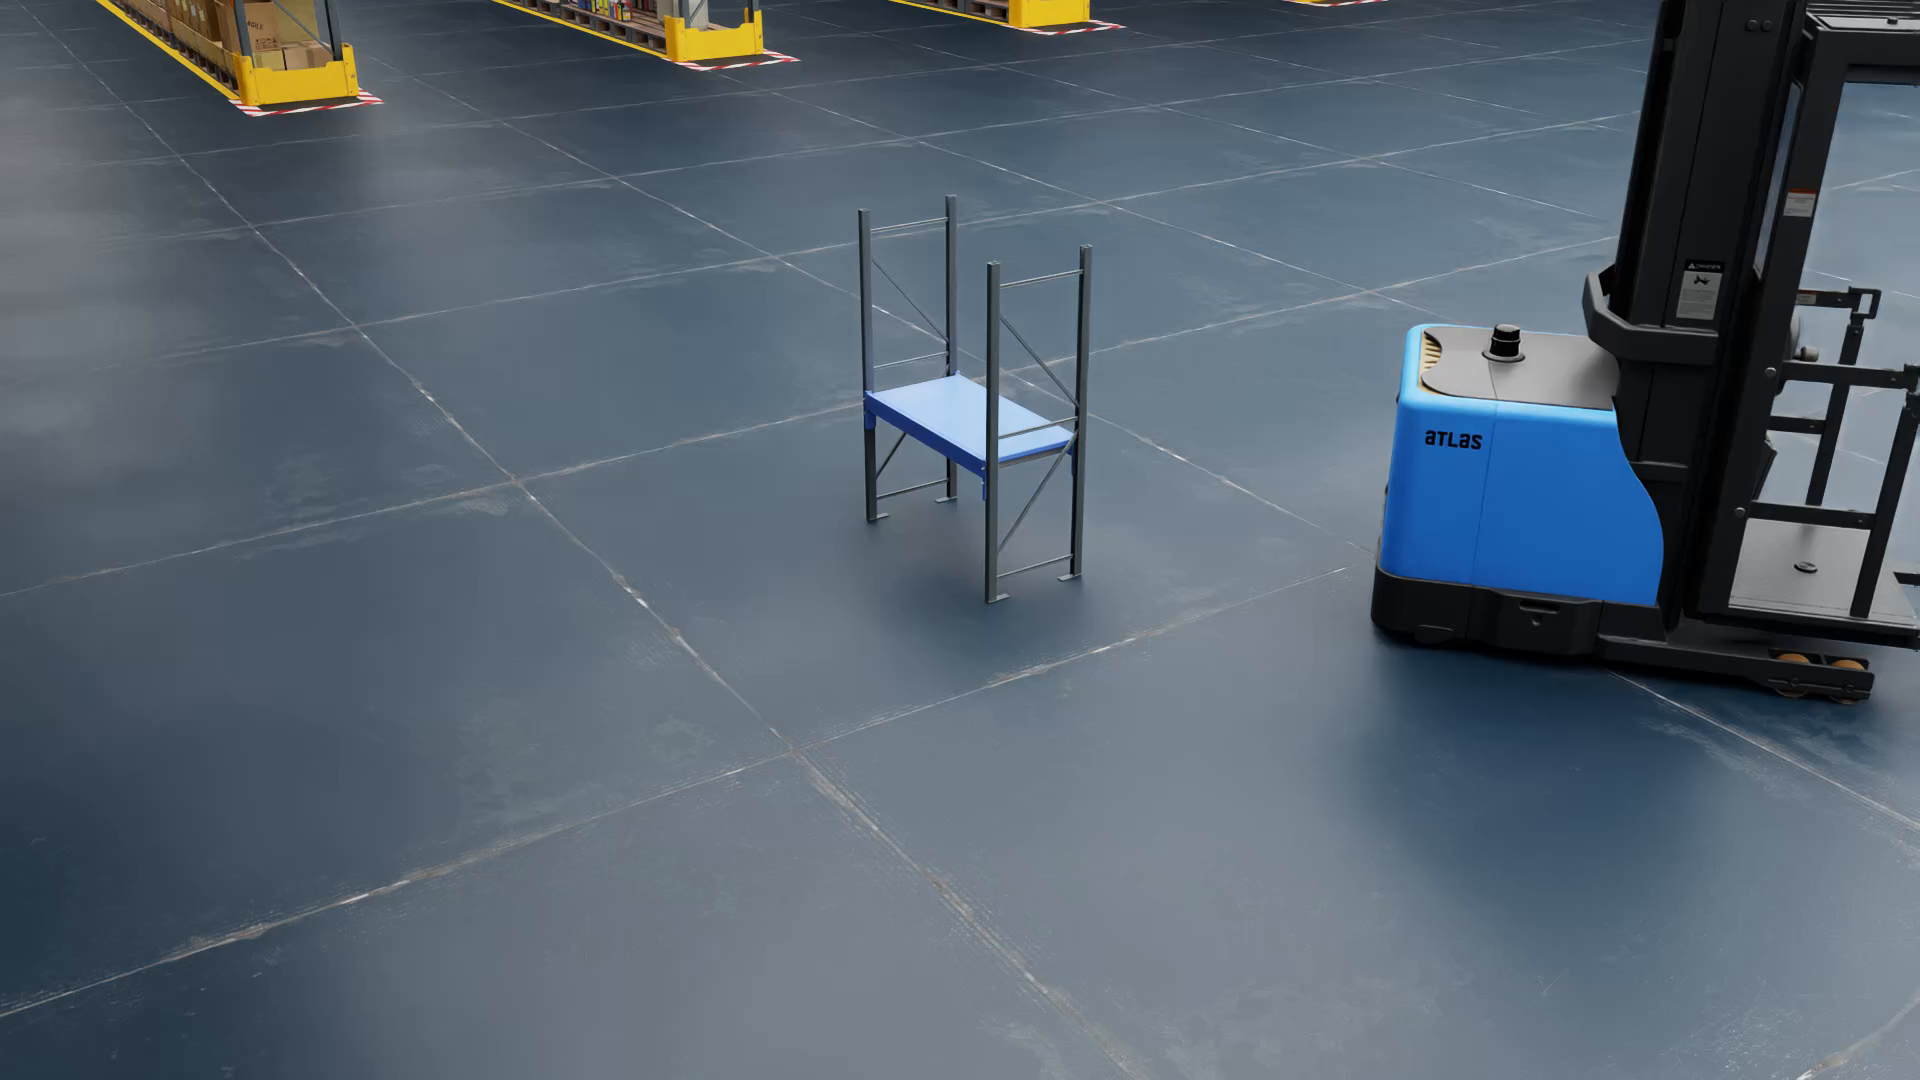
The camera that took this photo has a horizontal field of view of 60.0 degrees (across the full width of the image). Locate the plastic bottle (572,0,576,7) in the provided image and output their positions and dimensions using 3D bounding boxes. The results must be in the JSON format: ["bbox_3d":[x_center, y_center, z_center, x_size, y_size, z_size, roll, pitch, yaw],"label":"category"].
[{"bbox_3d":[-5.212,-7.343,22.554,0.097,0.201,0.097,0,25,0],"label":"plastic bottle"}]

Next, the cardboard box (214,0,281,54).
[{"bbox_3d":[-7.585,-5.486,17.708,0.500,0.500,0.500,-16,29,-30],"label":"cardboard box"}]

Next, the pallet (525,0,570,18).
[{"bbox_3d":[-5.535,-7.673,23.756,1.003,0.211,1.213,-16,29,-30],"label":"pallet"}]

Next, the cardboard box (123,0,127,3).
[{"bbox_3d":[-11.370,-7.630,23.129,0.500,0.250,0.500,-16,29,-30],"label":"cardboard box"}]

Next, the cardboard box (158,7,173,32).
[{"bbox_3d":[-9.696,-6.536,20.811,0.500,0.250,0.500,-16,30,-30],"label":"cardboard box"}]

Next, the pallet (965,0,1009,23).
[{"bbox_3d":[0.804,-7.450,23.285,1.003,0.211,1.213,-16,29,-30],"label":"pallet"}]

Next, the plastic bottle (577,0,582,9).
[{"bbox_3d":[-5.068,-7.304,22.383,0.152,0.276,0.135,-14,29,-28],"label":"plastic bottle"}]

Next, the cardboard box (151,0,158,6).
[{"bbox_3d":[-9.977,-6.972,21.077,0.500,0.311,0.500,-15,29,-28],"label":"cardboard box"}]

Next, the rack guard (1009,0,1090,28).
[{"bbox_3d":[1.218,-7.282,22.591,1.175,0.500,0.348,-16,29,-30],"label":"rack guard"}]

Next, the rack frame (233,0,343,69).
[{"bbox_3d":[-7.043,-6.078,17.112,1.000,3.000,0.127,-16,29,-30],"label":"rack frame"}]

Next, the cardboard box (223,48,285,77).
[{"bbox_3d":[-7.583,-5.148,17.870,0.500,0.250,0.500,-16,29,-30],"label":"cardboard box"}]

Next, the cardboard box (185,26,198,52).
[{"bbox_3d":[-8.690,-5.859,19.376,0.500,0.250,0.500,-16,29,-30],"label":"cardboard box"}]

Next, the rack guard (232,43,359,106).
[{"bbox_3d":[-7.030,-4.939,17.627,1.175,0.500,0.348,-16,29,-30],"label":"rack guard"}]

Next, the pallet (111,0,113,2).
[{"bbox_3d":[-12.448,-8.390,25.276,1.003,0.211,1.213,-16,29,-30],"label":"pallet"}]

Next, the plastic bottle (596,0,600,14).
[{"bbox_3d":[-4.743,-7.036,21.903,0.097,0.201,0.097,0,25,0],"label":"plastic bottle"}]

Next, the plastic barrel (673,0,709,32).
[{"bbox_3d":[-3.314,-6.514,20.457,0.421,0.512,0.421,0,25,0],"label":"plastic barrel"}]

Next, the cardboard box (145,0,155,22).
[{"bbox_3d":[-10.250,-6.900,21.582,0.500,0.250,0.500,-15,29,-28],"label":"cardboard box"}]

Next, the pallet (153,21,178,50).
[{"bbox_3d":[-9.661,-6.502,21.277,1.003,0.211,1.213,-16,29,-30],"label":"pallet"}]

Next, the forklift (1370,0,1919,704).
[{"bbox_3d":[3.278,-0.945,6.319,3.031,2.935,1.130,7,26,14],"label":"forklift"}]

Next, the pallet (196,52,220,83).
[{"bbox_3d":[-8.157,-5.517,19.189,1.003,0.211,1.213,-16,29,-30],"label":"pallet"}]

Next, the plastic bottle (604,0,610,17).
[{"bbox_3d":[-4.545,-6.992,21.634,0.144,0.351,0.185,-14,29,-27],"label":"plastic bottle"}]

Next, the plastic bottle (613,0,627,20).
[{"bbox_3d":[-4.375,-6.850,21.421,0.152,0.276,0.135,-15,29,-29],"label":"plastic bottle"}]

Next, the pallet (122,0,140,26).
[{"bbox_3d":[-10.993,-7.375,23.125,1.003,0.211,1.213,-16,29,-30],"label":"pallet"}]

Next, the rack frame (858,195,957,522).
[{"bbox_3d":[-0.231,-0.830,7.750,0.500,1.500,0.032,-16,29,-30],"label":"rack frame"}]

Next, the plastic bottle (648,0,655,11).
[{"bbox_3d":[-4.115,-7.223,22.212,0.152,0.276,0.135,-15,29,-29],"label":"plastic bottle"}]

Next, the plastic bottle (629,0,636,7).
[{"bbox_3d":[-4.487,-7.354,22.489,0.152,0.276,0.135,-16,29,-30],"label":"plastic bottle"}]

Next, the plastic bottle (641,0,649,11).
[{"bbox_3d":[-4.204,-7.201,22.157,0.061,0.283,0.133,-16,29,-30],"label":"plastic bottle"}]

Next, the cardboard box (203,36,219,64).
[{"bbox_3d":[-8.141,-5.502,18.620,0.500,0.250,0.500,-16,29,-30],"label":"cardboard box"}]

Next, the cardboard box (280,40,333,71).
[{"bbox_3d":[-7.149,-5.268,18.125,0.500,0.250,0.500,-16,29,-30],"label":"cardboard box"}]

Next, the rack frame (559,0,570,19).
[{"bbox_3d":[-5.074,-8.662,22.585,1.000,3.000,0.127,-16,29,-30],"label":"rack frame"}]

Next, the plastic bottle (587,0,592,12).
[{"bbox_3d":[-4.878,-7.210,22.097,0.144,0.351,0.185,-17,30,-32],"label":"plastic bottle"}]

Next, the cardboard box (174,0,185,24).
[{"bbox_3d":[-8.956,-6.379,19.599,0.500,0.500,0.500,-16,29,-30],"label":"cardboard box"}]

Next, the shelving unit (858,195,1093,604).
[{"bbox_3d":[0.047,-0.648,7.365,0.538,1.500,1.048,-16,29,-30],"label":"shelving unit"}]

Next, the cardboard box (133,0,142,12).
[{"bbox_3d":[-10.806,-7.266,22.357,0.500,0.250,0.500,-16,30,-31],"label":"cardboard box"}]

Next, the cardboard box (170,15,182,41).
[{"bbox_3d":[-9.227,-6.219,20.139,0.500,0.250,0.500,-16,29,-30],"label":"cardboard box"}]

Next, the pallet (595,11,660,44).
[{"bbox_3d":[-4.072,-6.714,21.726,1.003,0.211,1.213,-16,29,-30],"label":"pallet"}]

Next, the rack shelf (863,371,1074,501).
[{"bbox_3d":[0.047,-0.485,7.442,0.538,0.185,1.000,-16,29,-30],"label":"rack shelf"}]

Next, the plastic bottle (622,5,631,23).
[{"bbox_3d":[-4.261,-6.719,21.233,0.097,0.201,0.097,0,25,0],"label":"plastic bottle"}]

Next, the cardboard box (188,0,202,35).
[{"bbox_3d":[-8.415,-6.020,18.838,0.500,0.500,0.500,-16,29,-30],"label":"cardboard box"}]

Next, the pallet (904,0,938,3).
[{"bbox_3d":[-0.528,-8.323,25.134,1.003,0.211,1.213,-16,29,-30],"label":"pallet"}]
